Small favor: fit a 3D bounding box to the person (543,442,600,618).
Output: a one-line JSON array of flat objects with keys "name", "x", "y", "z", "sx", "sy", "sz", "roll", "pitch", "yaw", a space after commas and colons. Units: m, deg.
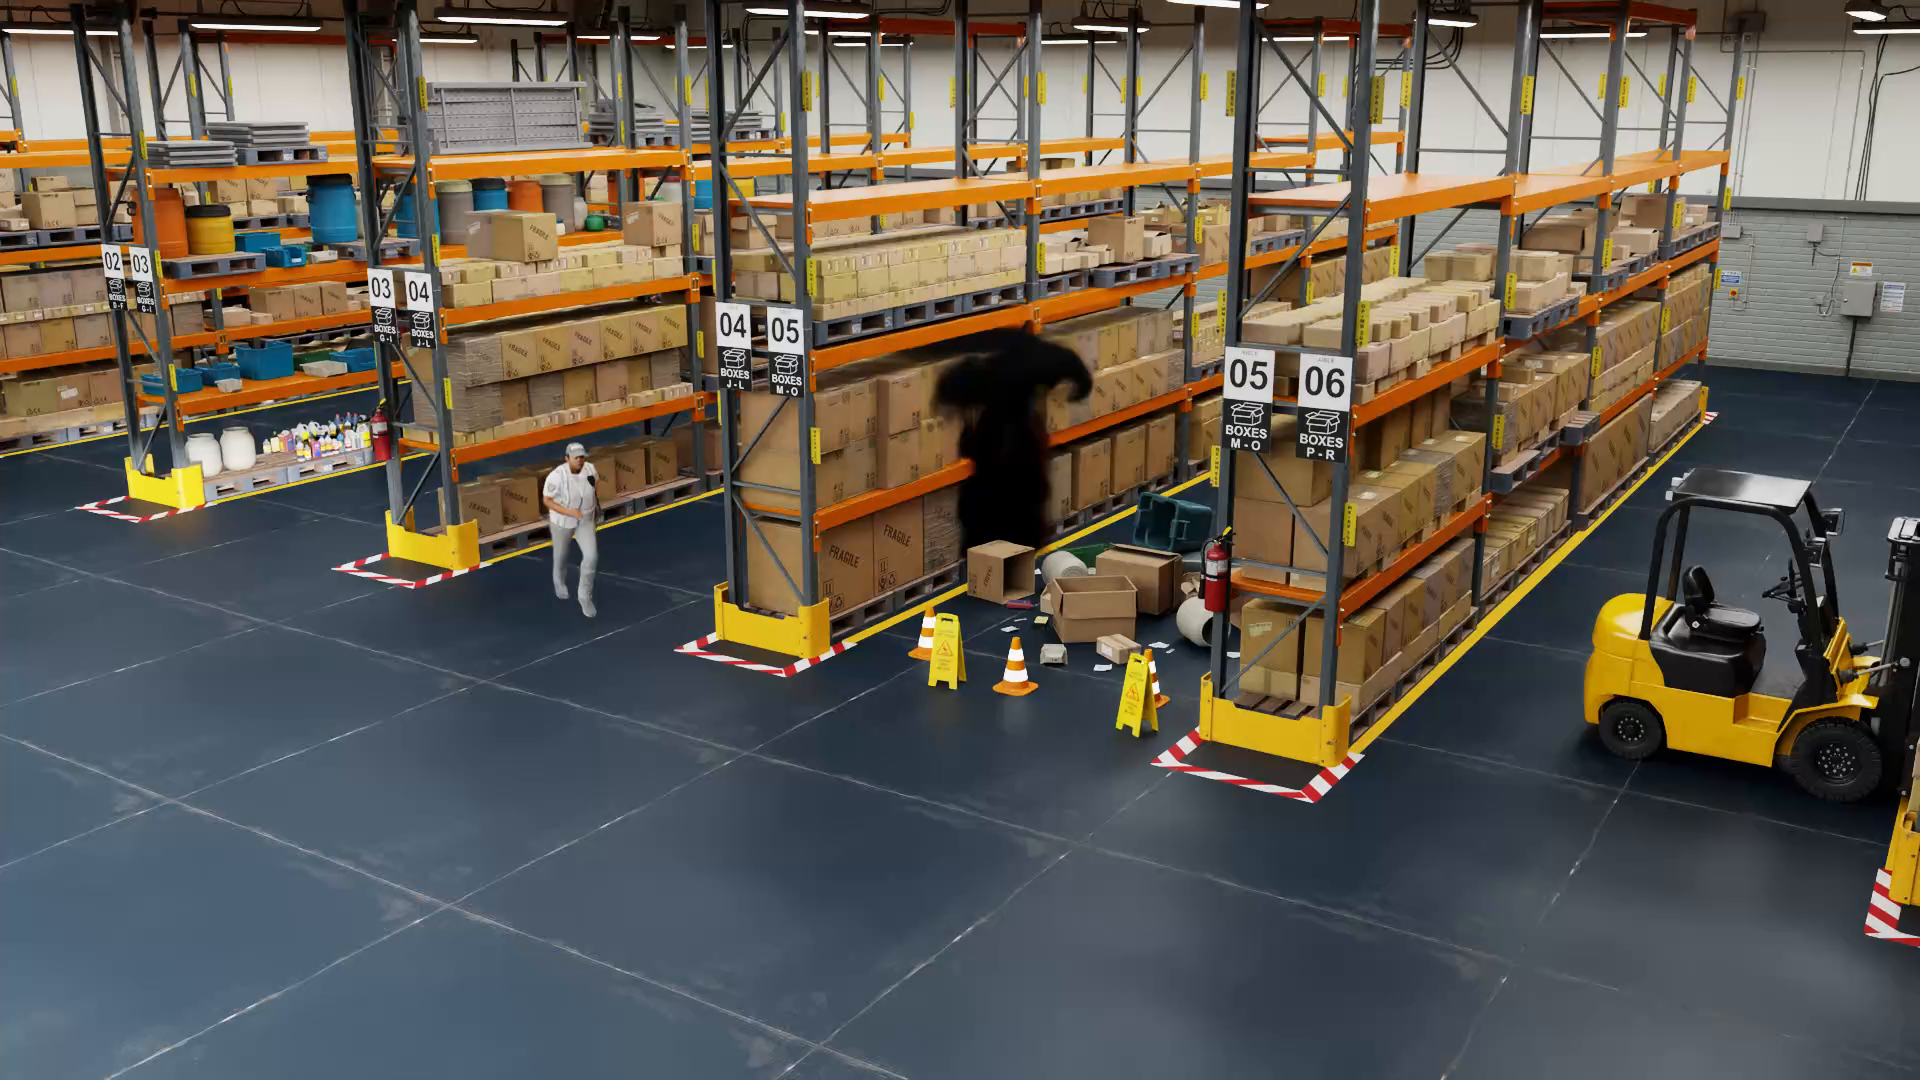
[{"name": "person", "x": -3.720, "y": -0.158, "z": 15.927, "sx": 0.626, "sy": 1.667, "sz": 0.850, "roll": -9, "pitch": 18, "yaw": -30}]
